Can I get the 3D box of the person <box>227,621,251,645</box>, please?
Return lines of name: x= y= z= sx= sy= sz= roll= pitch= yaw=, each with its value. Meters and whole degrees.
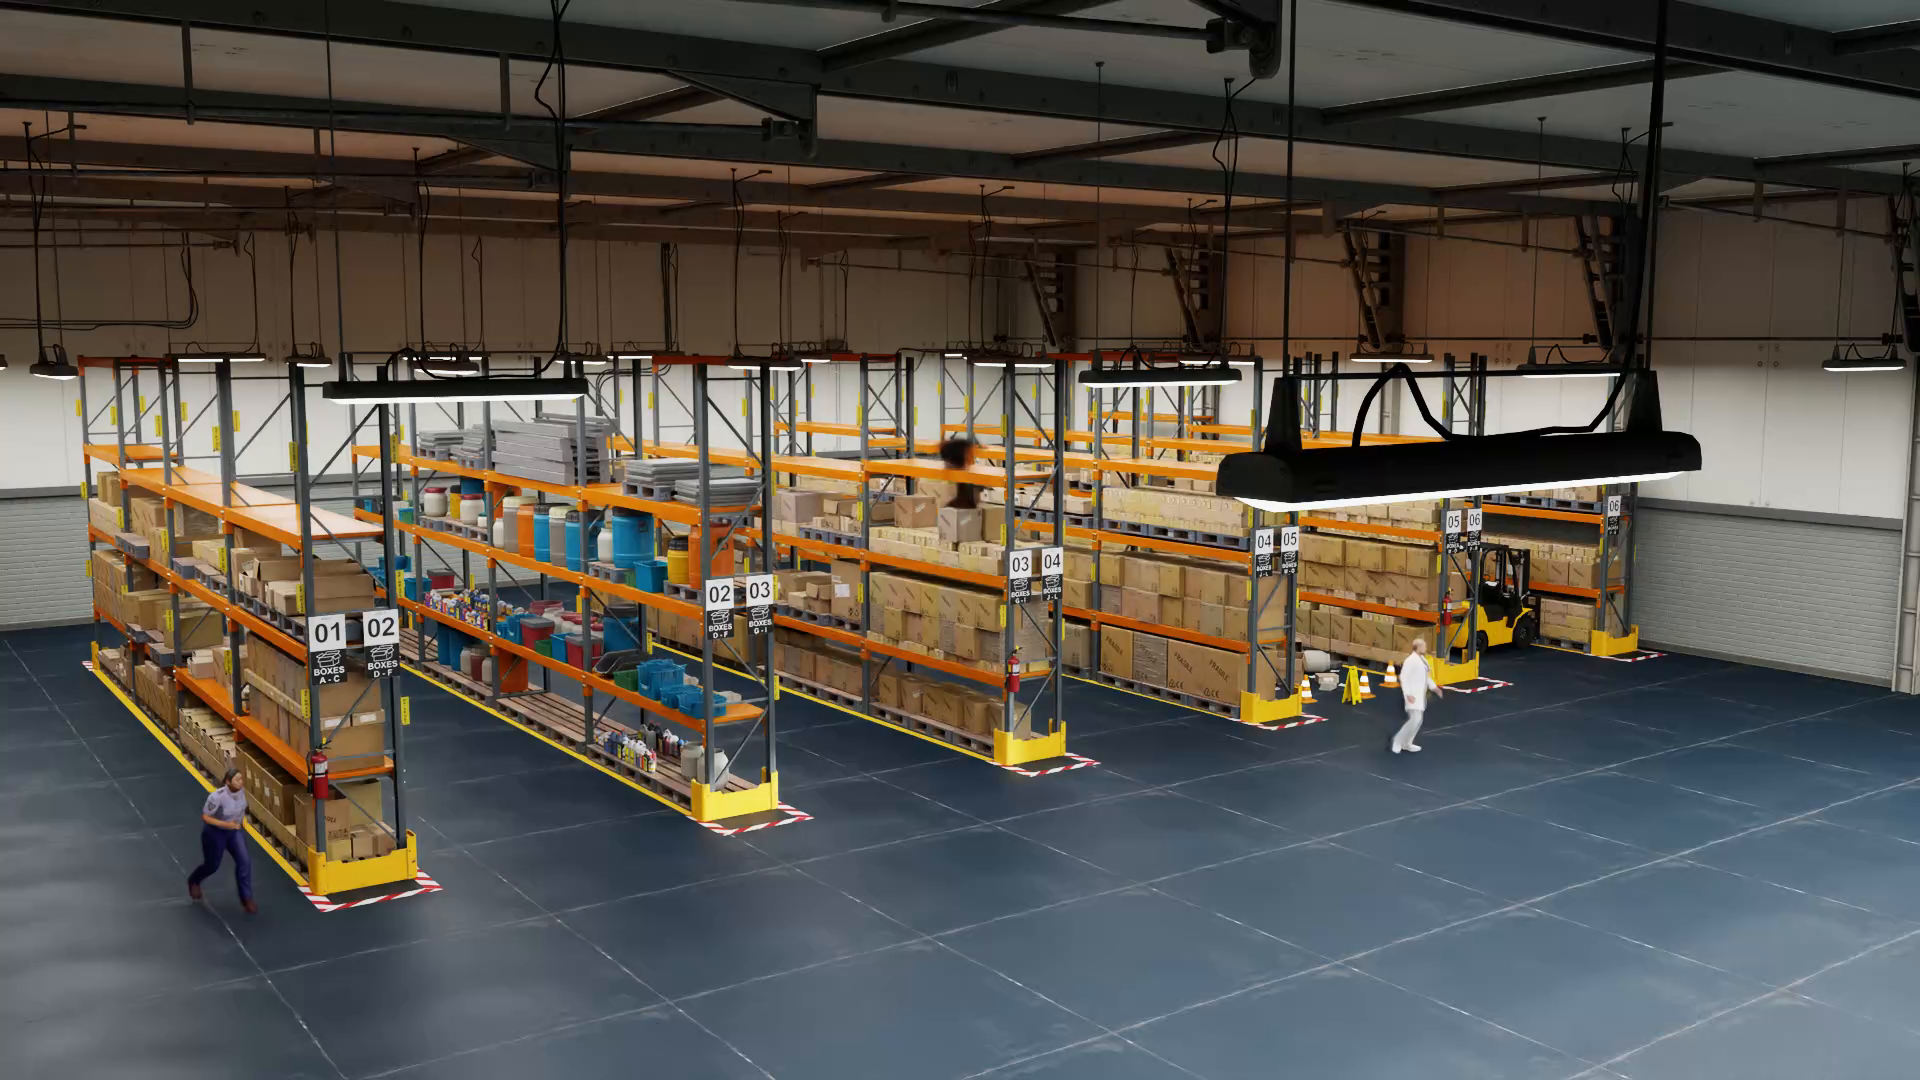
person: x=-14.132 y=1.582 z=32.468 sx=0.818 sy=1.694 sz=0.518 roll=6 pitch=9 yaw=41

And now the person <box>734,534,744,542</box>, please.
person: x=-5.412 y=0.618 z=39.928 sx=0.697 sy=1.738 sz=0.666 roll=-3 pitch=8 yaw=-26

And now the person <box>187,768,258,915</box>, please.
person: x=-8.224 y=3.304 z=18.515 sx=1.048 sy=1.617 sz=0.634 roll=3 pitch=8 yaw=26

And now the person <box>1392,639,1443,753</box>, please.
person: x=6.979 y=2.390 z=25.402 sx=0.614 sy=1.745 sz=0.823 roll=4 pitch=8 yaw=32
